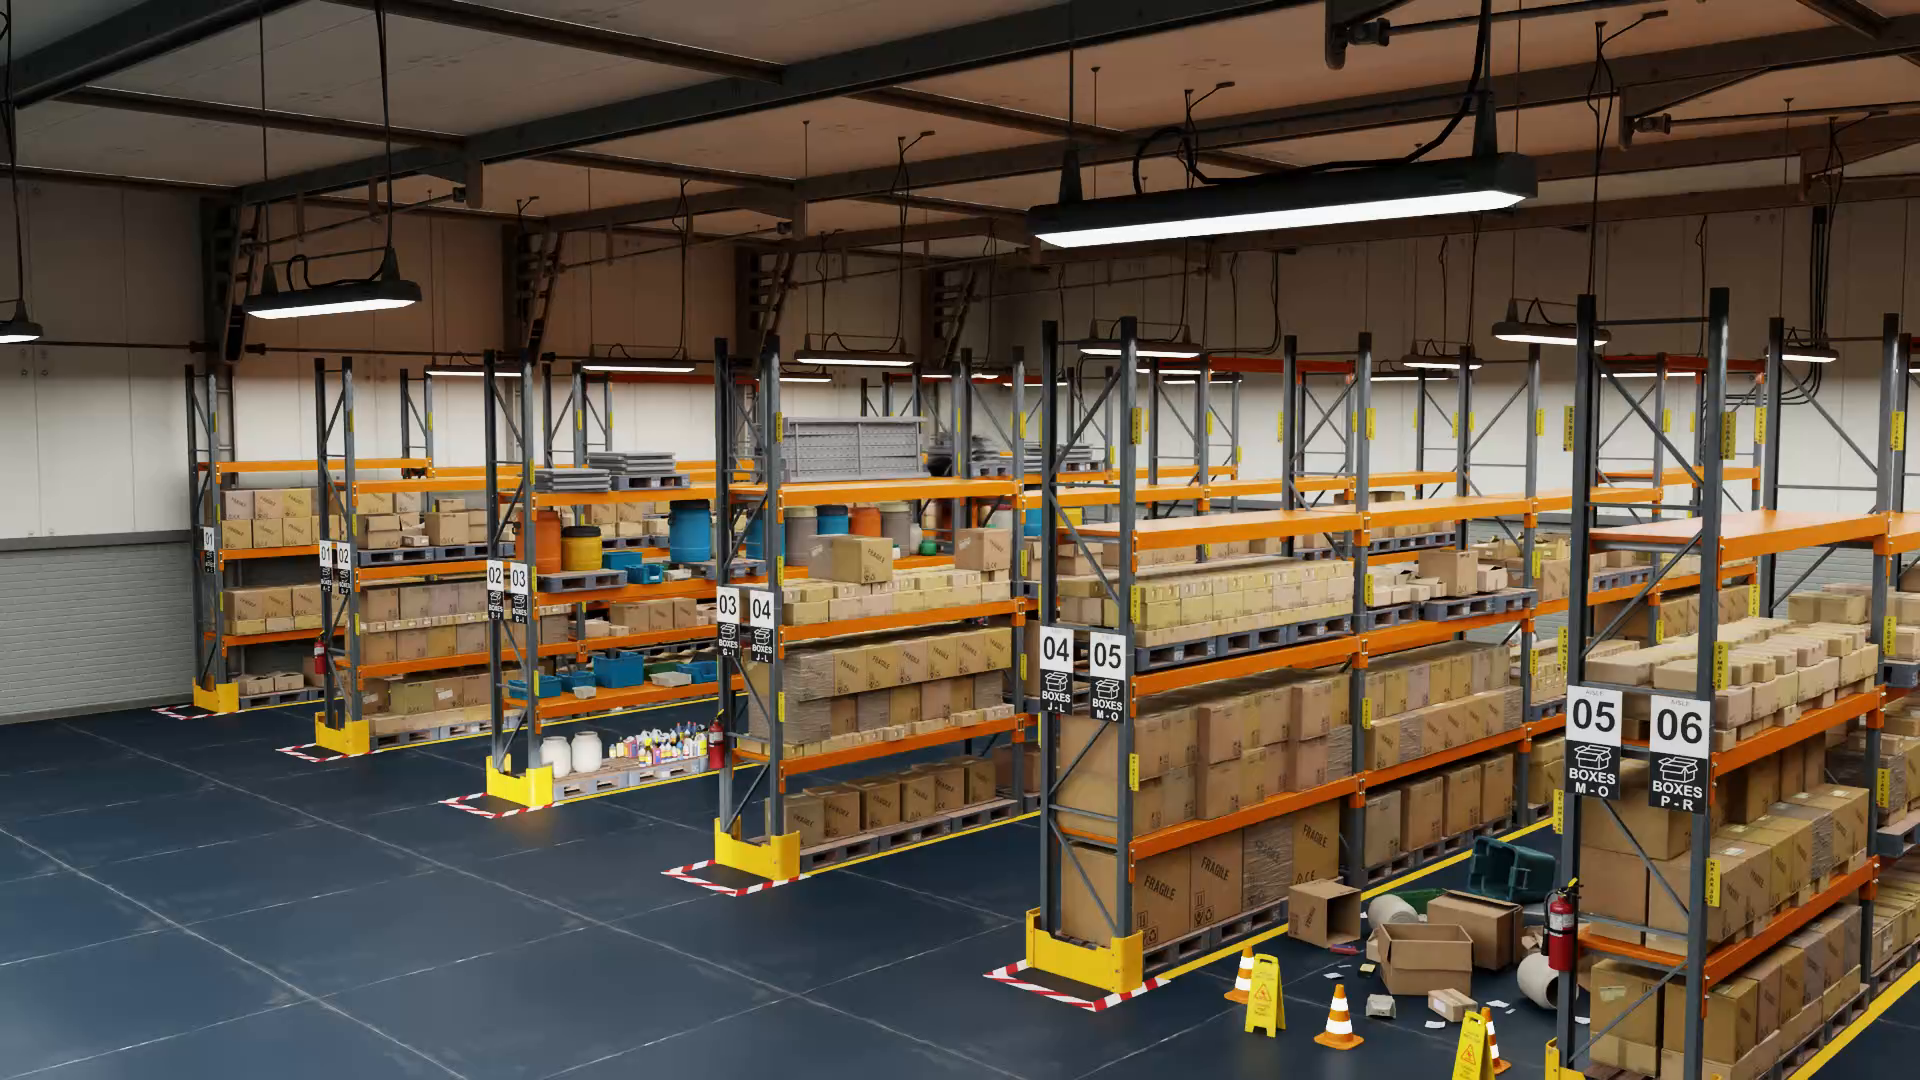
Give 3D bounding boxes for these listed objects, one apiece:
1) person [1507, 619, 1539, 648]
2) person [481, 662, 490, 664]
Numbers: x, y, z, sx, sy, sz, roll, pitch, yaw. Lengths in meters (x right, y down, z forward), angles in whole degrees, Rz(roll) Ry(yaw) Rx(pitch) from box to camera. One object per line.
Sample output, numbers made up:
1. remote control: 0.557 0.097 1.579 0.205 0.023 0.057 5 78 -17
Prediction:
1. person: 10.174 2.097 29.917 0.734 1.623 0.820 -1 4 -8
2. person: -8.657 2.043 30.404 0.694 1.508 0.870 1 5 15
